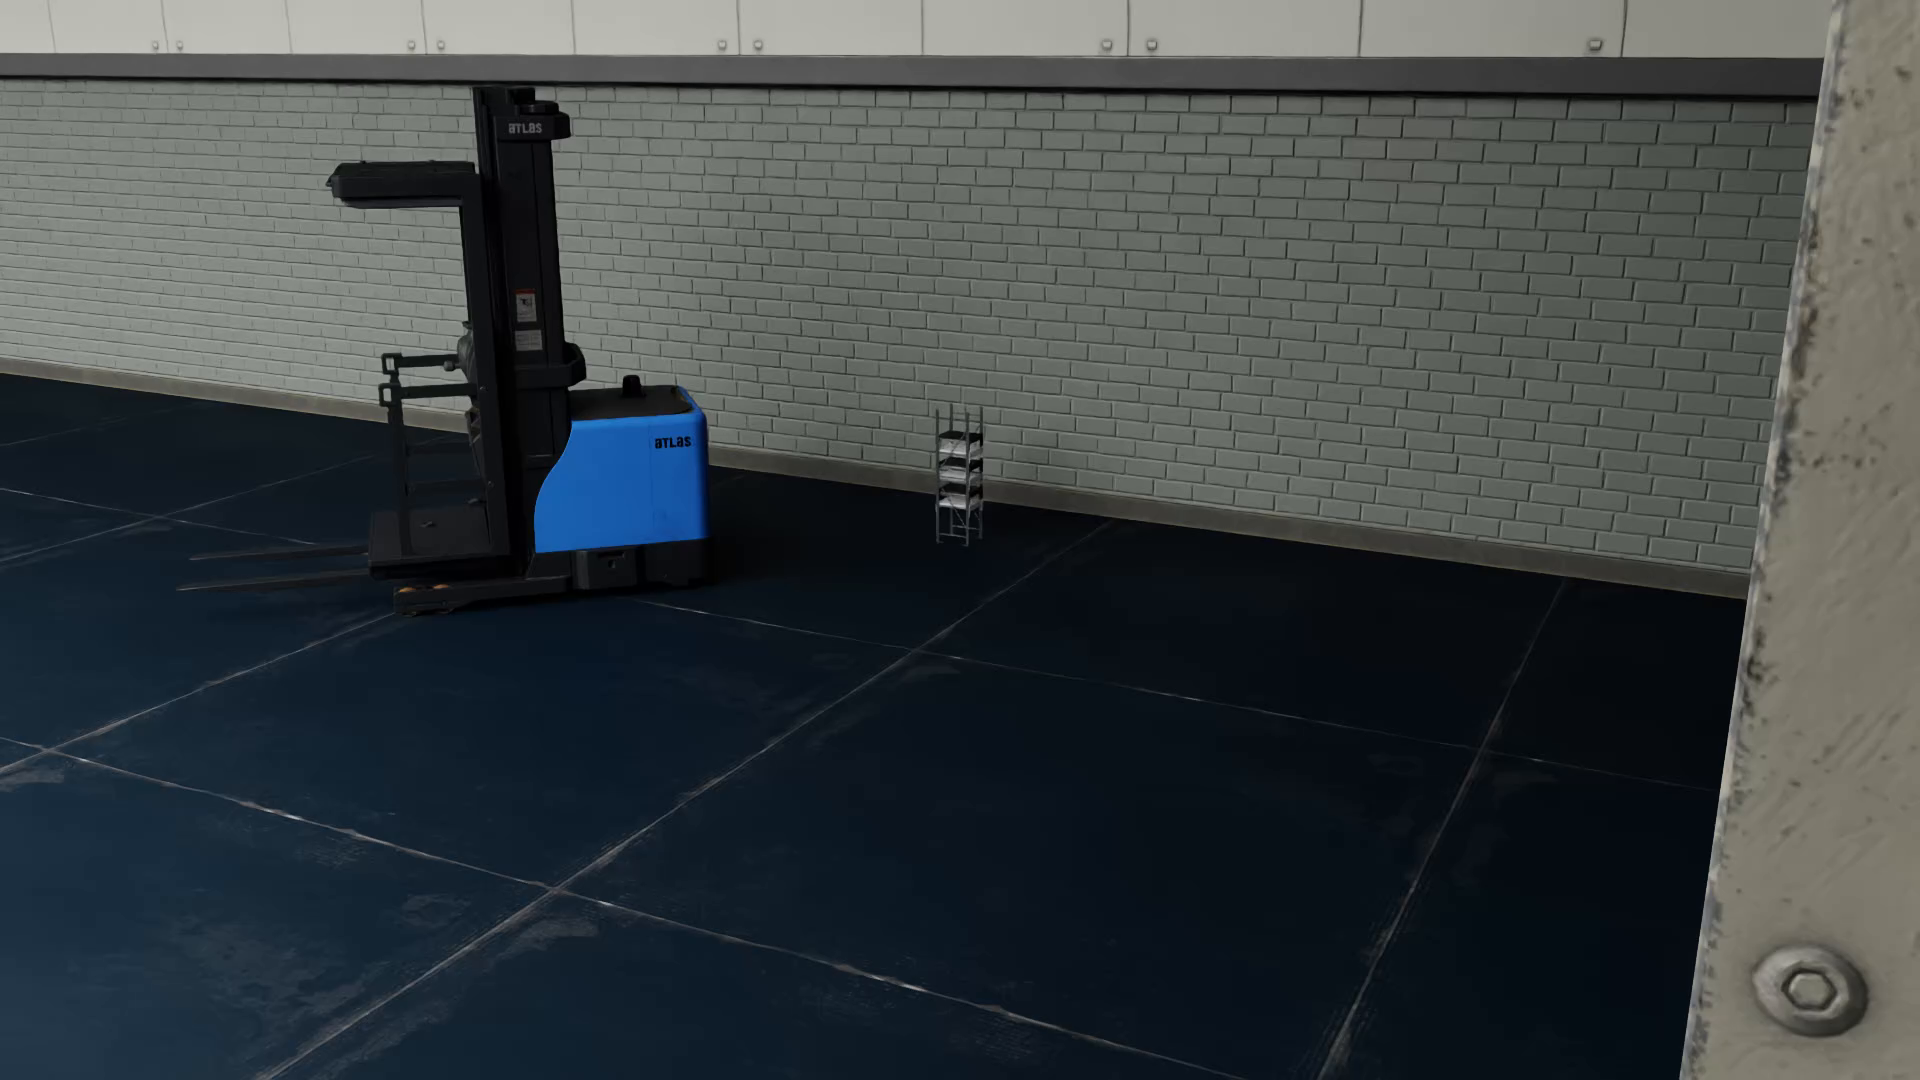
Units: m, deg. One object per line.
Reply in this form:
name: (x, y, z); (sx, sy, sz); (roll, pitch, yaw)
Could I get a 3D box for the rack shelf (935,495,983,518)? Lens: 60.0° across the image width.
rack shelf: (-0.004, -0.225, 11.022); (0.258, 0.077, 0.200); (8, 18, 25)

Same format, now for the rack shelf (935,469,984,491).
rack shelf: (-0.004, -0.397, 10.971); (0.258, 0.077, 0.200); (8, 18, 25)

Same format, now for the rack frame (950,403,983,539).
rack frame: (0.042, -0.455, 11.049); (0.240, 0.900, 0.006); (8, 18, 25)

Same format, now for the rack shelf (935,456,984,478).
rack shelf: (-0.004, -0.484, 10.945); (0.258, 0.077, 0.200); (8, 18, 25)

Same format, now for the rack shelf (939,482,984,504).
rack shelf: (-0.004, -0.311, 10.997); (0.258, 0.077, 0.200); (8, 18, 25)

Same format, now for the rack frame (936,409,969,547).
rack frame: (-0.049, -0.403, 10.874); (0.240, 0.900, 0.006); (8, 18, 25)

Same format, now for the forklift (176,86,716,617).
forklift: (-3.070, -1.130, 9.752); (3.031, 2.935, 1.130); (-5, 17, -17)

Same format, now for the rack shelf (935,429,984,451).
rack shelf: (-0.004, -0.656, 10.894); (0.258, 0.077, 0.200); (8, 18, 25)

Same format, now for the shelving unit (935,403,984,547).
shelving unit: (-0.004, -0.429, 10.961); (0.258, 0.900, 0.210); (8, 18, 25)

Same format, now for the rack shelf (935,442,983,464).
rack shelf: (-0.004, -0.570, 10.920); (0.258, 0.077, 0.200); (8, 18, 25)
